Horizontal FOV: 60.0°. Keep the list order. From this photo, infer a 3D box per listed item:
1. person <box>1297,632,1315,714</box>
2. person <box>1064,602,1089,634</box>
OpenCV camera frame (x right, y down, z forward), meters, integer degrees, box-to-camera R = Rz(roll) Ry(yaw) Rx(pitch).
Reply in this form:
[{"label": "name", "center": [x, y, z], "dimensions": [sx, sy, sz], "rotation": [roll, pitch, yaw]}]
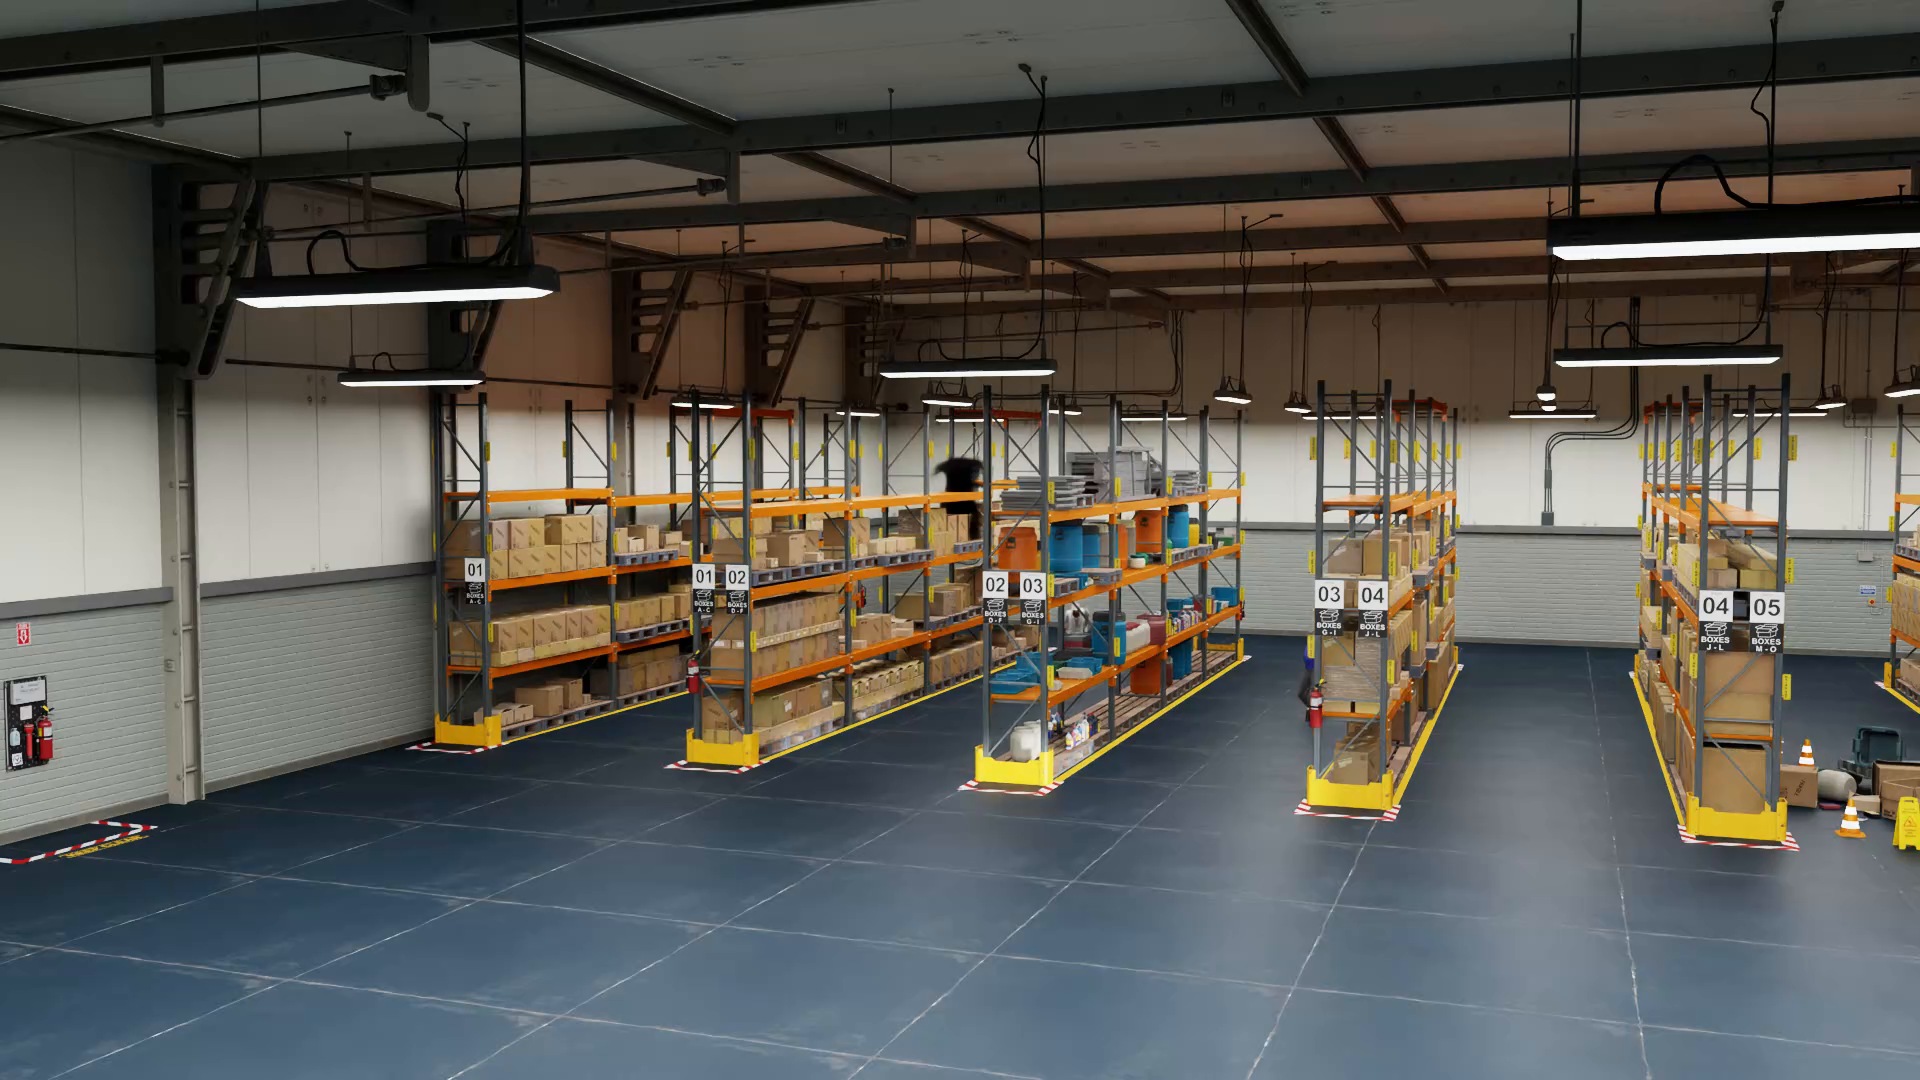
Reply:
[{"label": "person", "center": [6.554, 2.541, 30.924], "dimensions": [0.447, 1.682, 0.582], "rotation": [-2, 4, -38]}, {"label": "person", "center": [2.649, 2.186, 38.608], "dimensions": [0.680, 1.563, 1.174], "rotation": [0, 3, -3]}]
